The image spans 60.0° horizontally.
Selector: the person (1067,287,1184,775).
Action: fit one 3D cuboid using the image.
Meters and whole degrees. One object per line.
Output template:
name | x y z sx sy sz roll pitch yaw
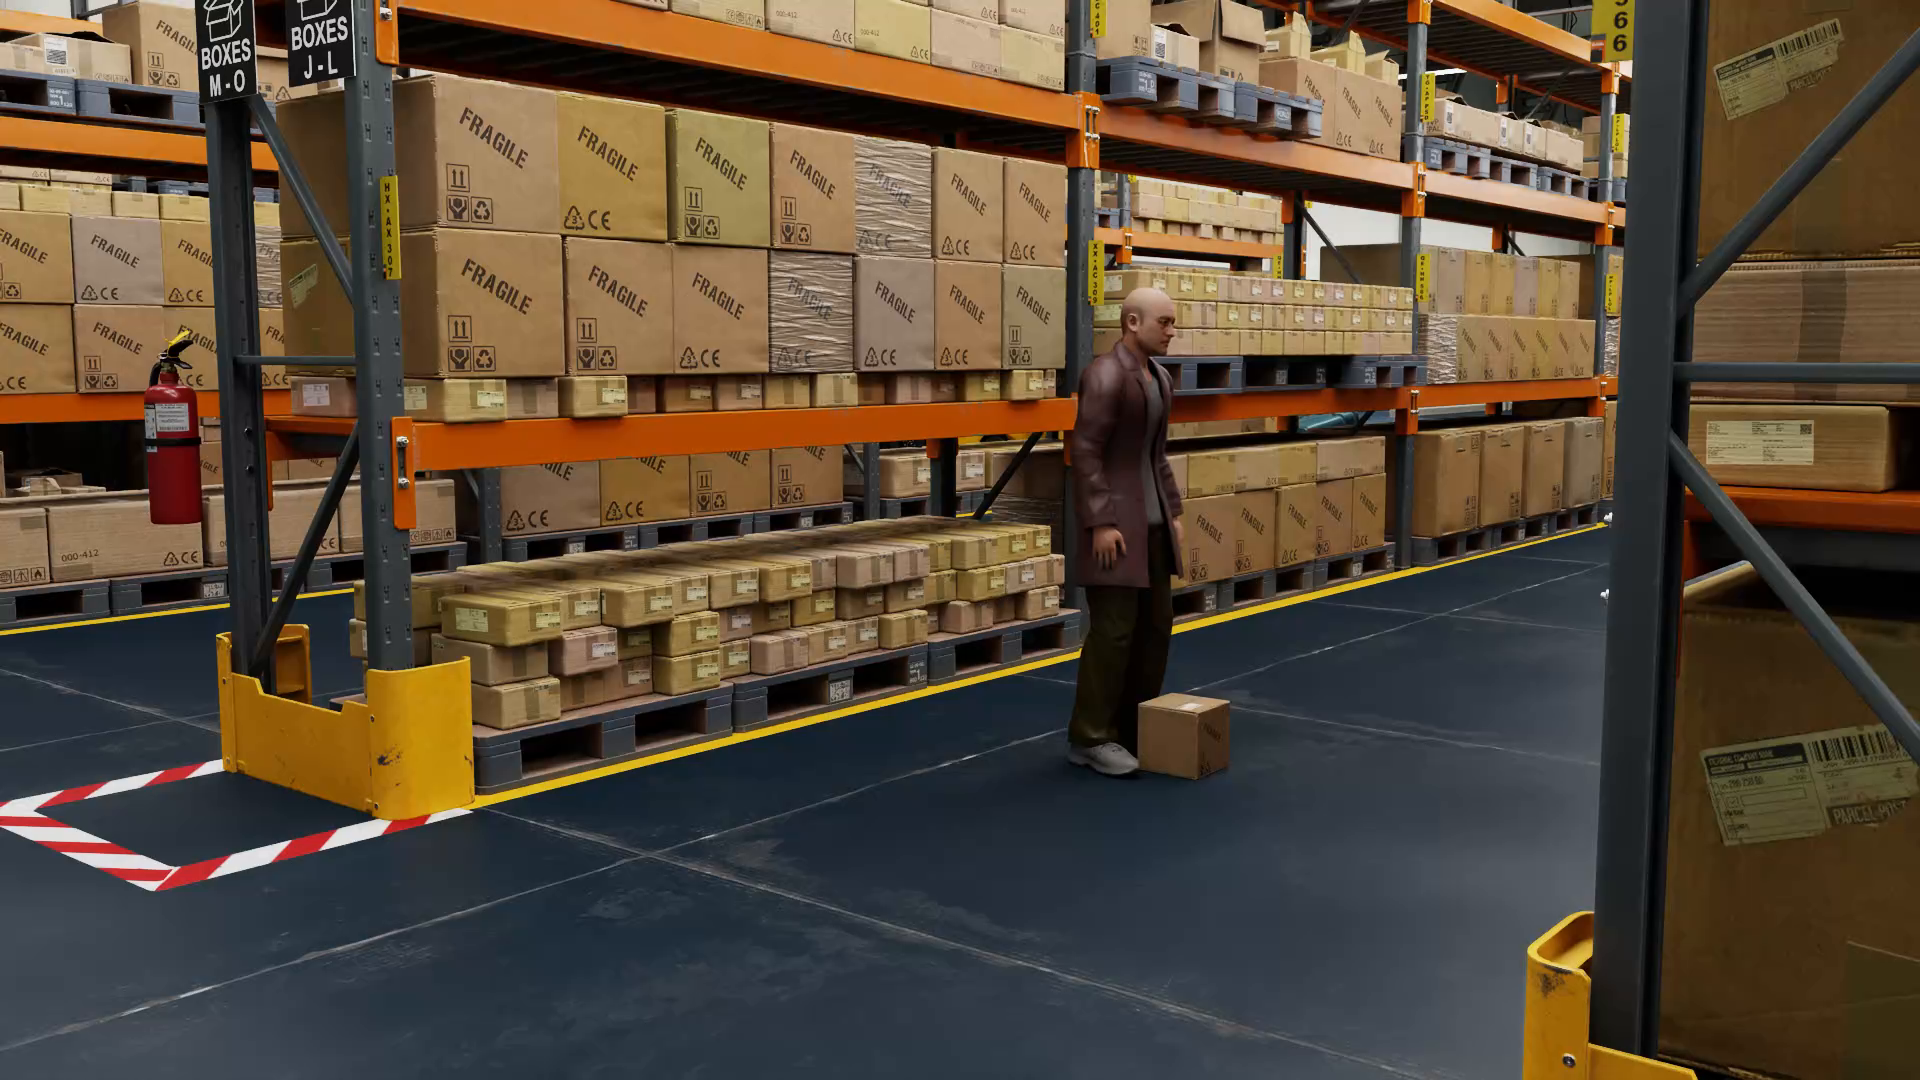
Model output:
person | 0.642 -0.052 6.241 0.420 1.775 0.655 5 8 36
